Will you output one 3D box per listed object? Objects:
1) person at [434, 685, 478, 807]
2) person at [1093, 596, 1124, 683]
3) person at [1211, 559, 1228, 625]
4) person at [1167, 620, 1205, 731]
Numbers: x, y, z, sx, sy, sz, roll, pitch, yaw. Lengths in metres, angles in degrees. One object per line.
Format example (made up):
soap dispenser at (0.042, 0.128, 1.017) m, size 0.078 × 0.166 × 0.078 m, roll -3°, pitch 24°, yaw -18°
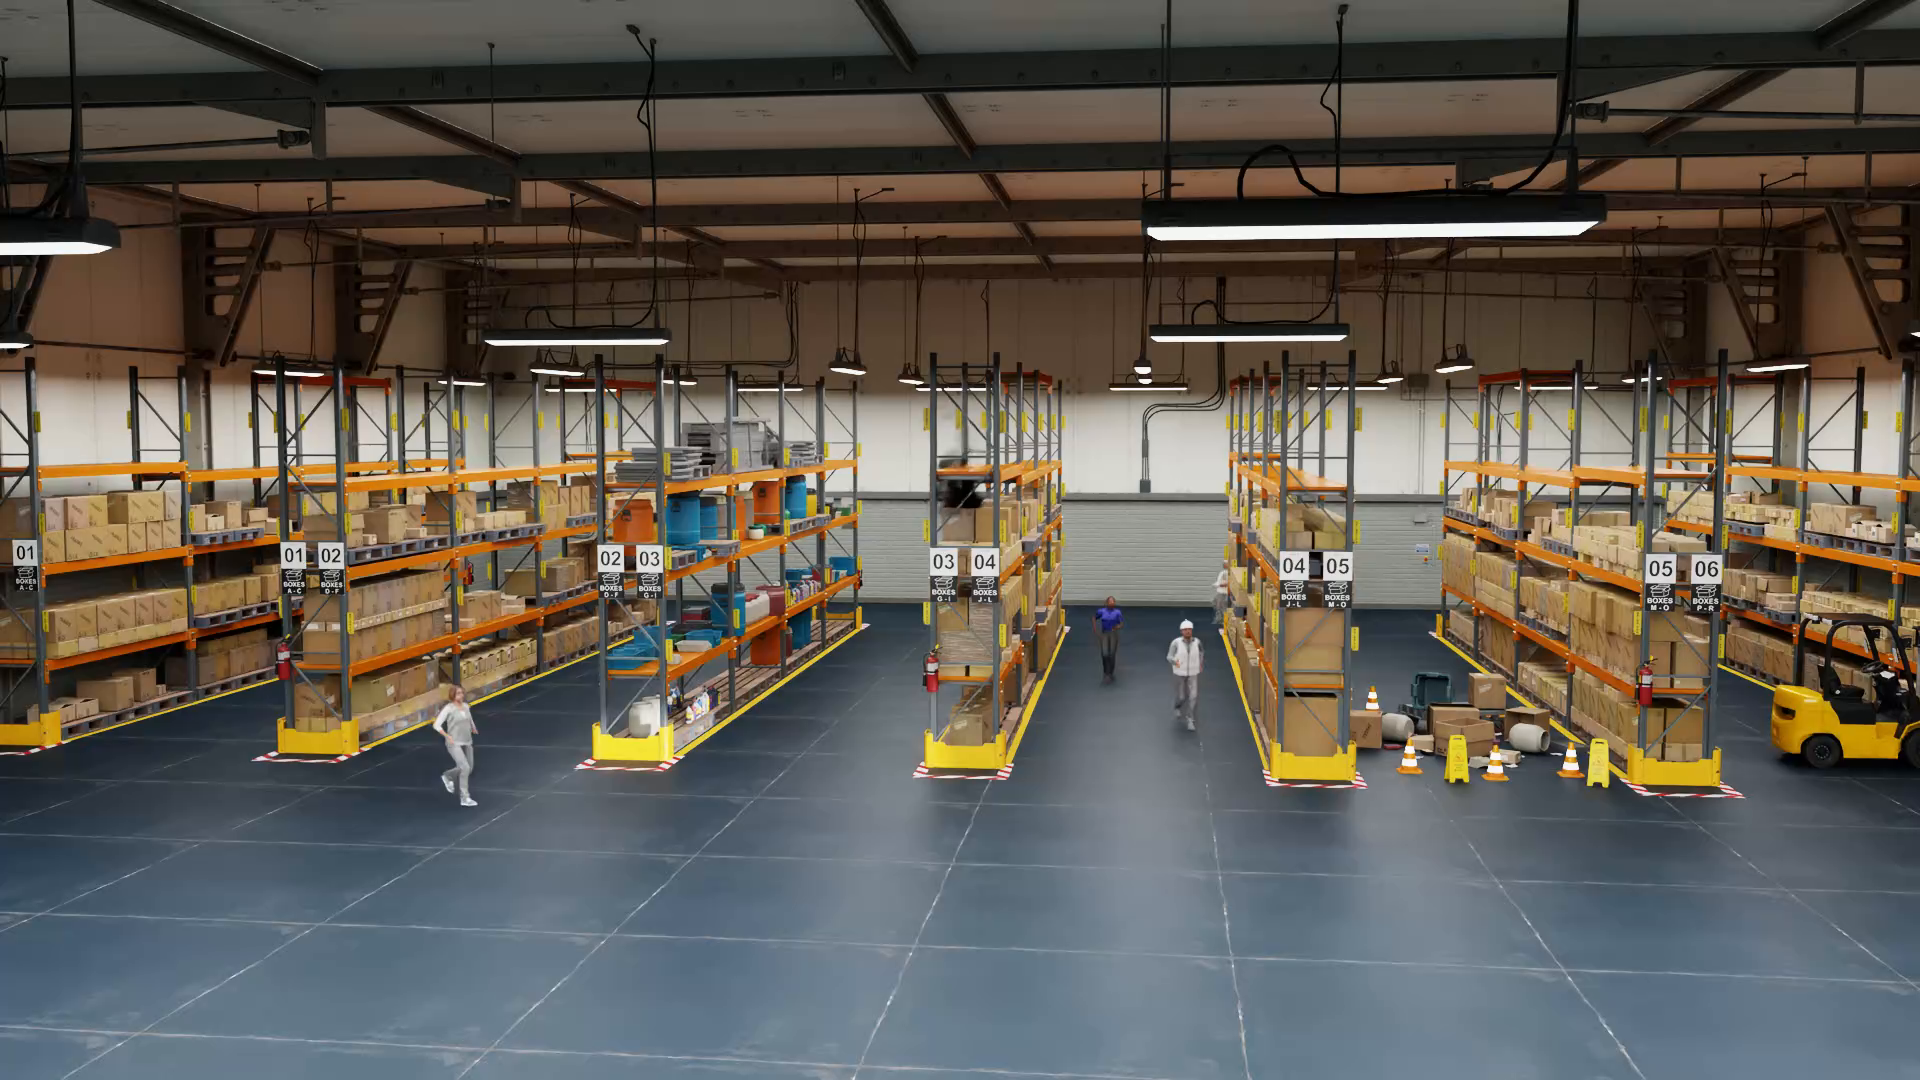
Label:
person at (-6.597, 2.680, 21.781) m, size 0.730 × 1.558 × 0.546 m, roll 3°, pitch 5°, yaw 34°
person at (2.876, 1.927, 32.197) m, size 0.581 × 1.686 × 0.723 m, roll 0°, pitch 4°, yaw 0°
person at (6.424, 1.273, 40.701) m, size 0.576 × 1.750 × 0.810 m, roll 1°, pitch 4°, yaw 11°
person at (3.712, 2.188, 27.320) m, size 0.646 × 1.764 × 0.927 m, roll 0°, pitch 4°, yaw -2°
